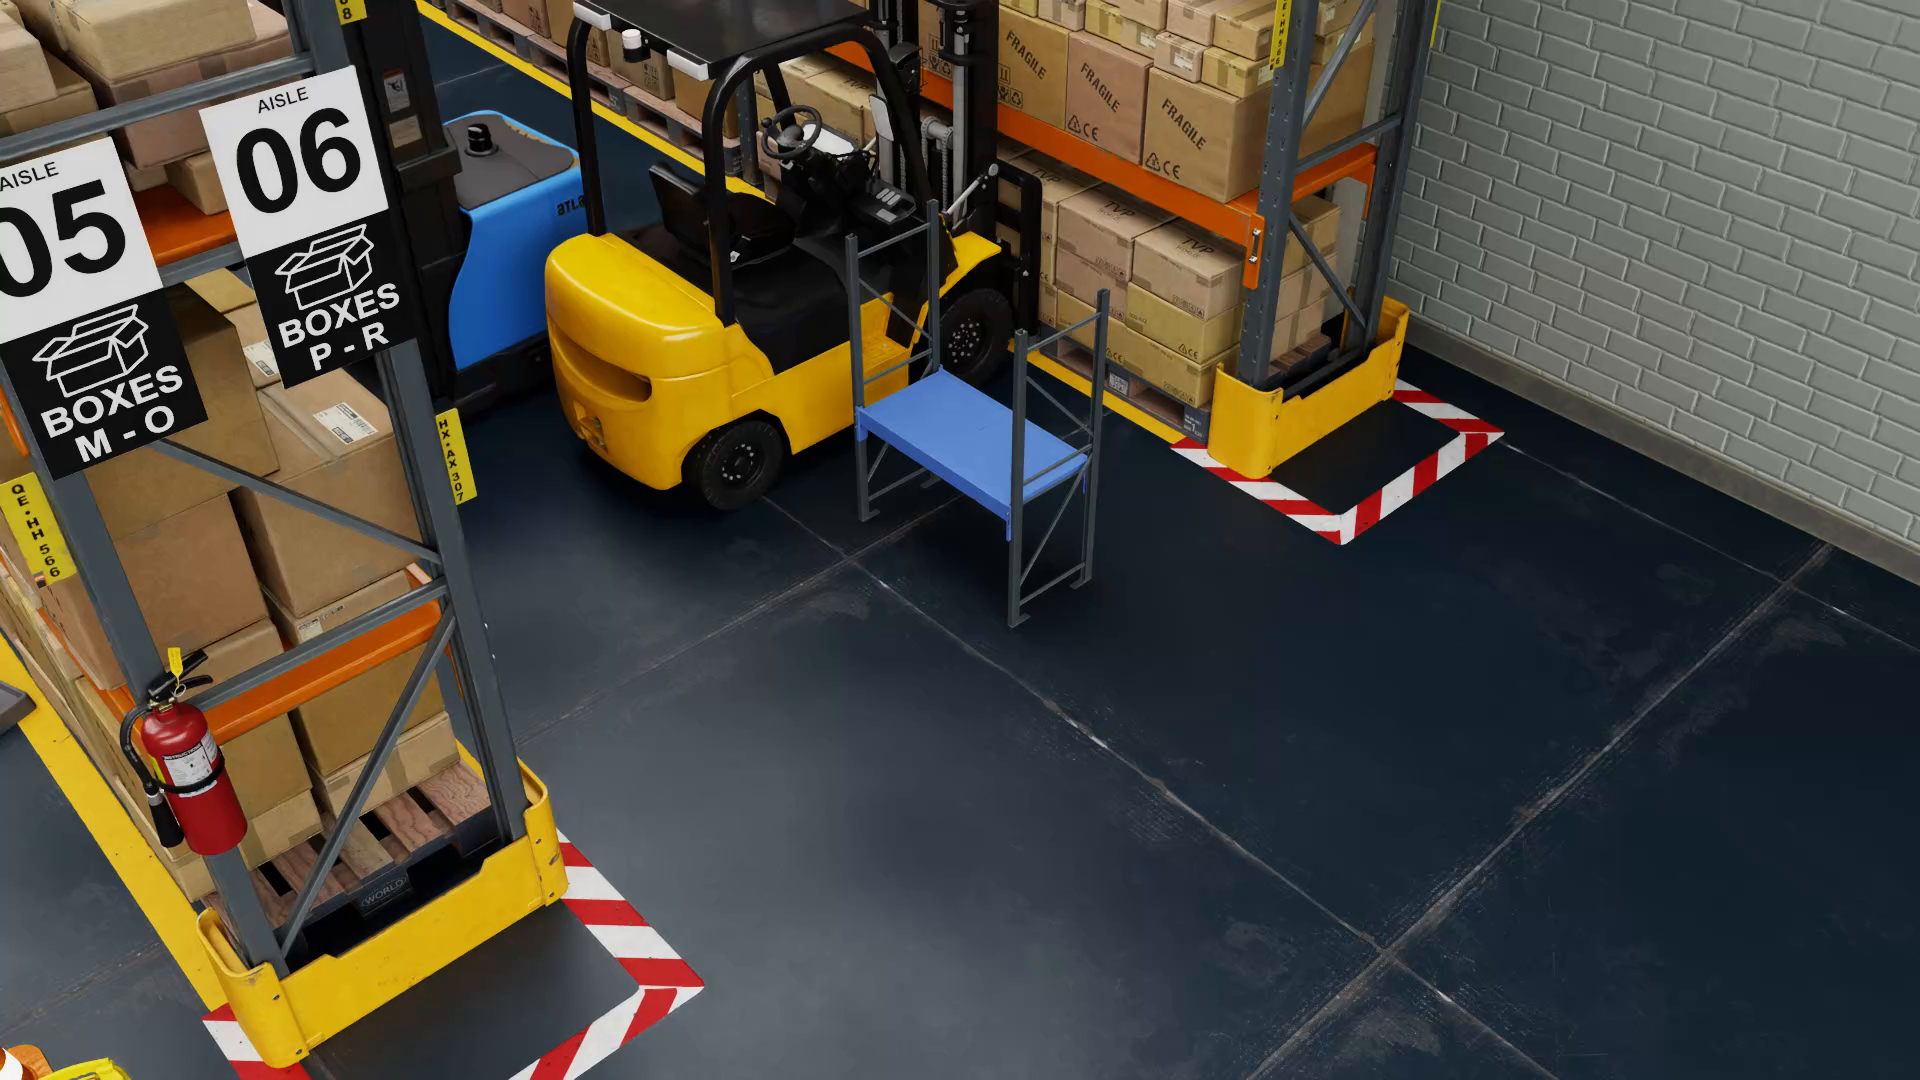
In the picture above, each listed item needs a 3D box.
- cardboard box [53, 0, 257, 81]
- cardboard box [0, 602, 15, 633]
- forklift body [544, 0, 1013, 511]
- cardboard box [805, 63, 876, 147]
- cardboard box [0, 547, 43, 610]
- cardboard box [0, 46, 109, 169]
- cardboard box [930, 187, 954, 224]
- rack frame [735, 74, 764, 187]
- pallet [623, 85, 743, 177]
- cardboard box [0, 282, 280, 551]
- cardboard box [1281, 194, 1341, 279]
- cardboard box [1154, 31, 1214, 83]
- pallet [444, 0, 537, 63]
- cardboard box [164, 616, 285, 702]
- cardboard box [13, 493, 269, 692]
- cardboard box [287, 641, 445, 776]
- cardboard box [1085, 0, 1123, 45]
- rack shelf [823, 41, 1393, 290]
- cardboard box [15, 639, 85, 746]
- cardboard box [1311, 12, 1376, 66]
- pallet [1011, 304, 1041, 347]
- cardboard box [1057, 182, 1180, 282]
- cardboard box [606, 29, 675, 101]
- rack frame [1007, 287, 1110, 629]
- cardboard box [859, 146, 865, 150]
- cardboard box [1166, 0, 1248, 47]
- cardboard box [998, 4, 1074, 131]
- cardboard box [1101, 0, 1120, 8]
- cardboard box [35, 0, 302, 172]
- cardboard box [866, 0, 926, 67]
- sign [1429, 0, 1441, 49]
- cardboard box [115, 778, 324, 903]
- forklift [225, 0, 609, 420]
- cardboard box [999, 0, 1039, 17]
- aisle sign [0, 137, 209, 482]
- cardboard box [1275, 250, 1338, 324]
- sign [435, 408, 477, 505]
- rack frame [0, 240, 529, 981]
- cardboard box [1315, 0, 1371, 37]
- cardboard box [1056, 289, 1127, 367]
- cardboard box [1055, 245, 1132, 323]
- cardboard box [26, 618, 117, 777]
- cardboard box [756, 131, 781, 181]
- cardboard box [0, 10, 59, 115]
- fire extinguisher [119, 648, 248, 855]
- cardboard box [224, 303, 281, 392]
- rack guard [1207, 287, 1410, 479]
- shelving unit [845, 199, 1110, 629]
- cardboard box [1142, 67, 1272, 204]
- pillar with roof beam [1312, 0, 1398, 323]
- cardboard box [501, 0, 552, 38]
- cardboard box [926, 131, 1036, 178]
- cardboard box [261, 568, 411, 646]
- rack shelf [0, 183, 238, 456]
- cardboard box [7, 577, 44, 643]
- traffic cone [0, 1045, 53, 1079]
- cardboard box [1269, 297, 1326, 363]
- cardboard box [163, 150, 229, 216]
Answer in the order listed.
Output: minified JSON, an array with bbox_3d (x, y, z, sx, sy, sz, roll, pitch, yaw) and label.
[{"bbox_3d":[-2.009,-1.305,4.157,0.380,0.149,0.250,-30,48,-32],"label":"cardboard box"},{"bbox_3d":[-3.704,-0.040,6.670,0.500,0.500,0.500,-27,46,-30],"label":"cardboard box"},{"bbox_3d":[-0.892,-1.558,7.967,2.313,2.155,1.214,-30,48,-32],"label":"forklift body"},{"bbox_3d":[-0.536,-2.522,9.543,0.500,0.250,0.500,-30,48,-32],"label":"cardboard box"},{"bbox_3d":[-2.937,0.037,5.517,0.380,0.149,0.250,-29,47,-31],"label":"cardboard box"},{"bbox_3d":[-2.464,-1.022,4.123,0.500,0.250,0.500,-31,48,-32],"label":"cardboard box"},{"bbox_3d":[0.144,-1.866,9.130,0.500,0.250,0.500,-30,48,-32],"label":"cardboard box"},{"bbox_3d":[-0.971,-3.637,9.866,1.000,3.000,0.127,-30,48,-32],"label":"rack frame"},{"bbox_3d":[-1.498,-2.877,11.144,1.003,0.211,1.213,-30,48,-32],"label":"pallet"},{"bbox_3d":[-2.425,-0.362,4.699,0.700,0.500,0.500,-31,48,-33],"label":"cardboard box"},{"bbox_3d":[1.549,-1.571,8.367,0.500,0.250,0.500,-31,48,-32],"label":"cardboard box"},{"bbox_3d":[1.099,-2.224,7.521,0.380,0.149,0.250,-29,47,-31],"label":"cardboard box"},{"bbox_3d":[-3.148,-4.006,12.542,1.003,0.211,1.213,-30,48,-32],"label":"pallet"},{"bbox_3d":[-2.330,0.341,5.141,0.380,0.149,0.250,-28,47,-30],"label":"cardboard box"},{"bbox_3d":[-2.489,0.036,5.001,0.500,0.500,0.500,-31,48,-32],"label":"cardboard box"},{"bbox_3d":[-2.277,0.438,6.078,0.500,0.500,0.500,-32,49,-33],"label":"cardboard box"},{"bbox_3d":[0.809,-2.490,7.850,0.380,0.149,0.250,-30,48,-32],"label":"cardboard box"},{"bbox_3d":[0.382,-2.432,8.946,1.077,0.370,4.000,-30,48,-32],"label":"rack shelf"},{"bbox_3d":[-3.367,0.489,6.612,0.500,0.250,0.500,-32,49,-33],"label":"cardboard box"},{"bbox_3d":[1.696,-2.344,7.670,0.380,0.149,0.250,-31,48,-33],"label":"cardboard box"},{"bbox_3d":[0.366,-1.602,9.565,1.003,0.211,1.213,-30,48,-32],"label":"pallet"},{"bbox_3d":[0.844,-1.583,8.381,0.500,0.250,0.500,-29,47,-31],"label":"cardboard box"},{"bbox_3d":[-1.851,-3.476,11.222,0.875,0.625,0.625,-30,48,-32],"label":"cardboard box"},{"bbox_3d":[0.401,-0.309,6.939,0.500,1.500,0.032,-30,48,-32],"label":"rack frame"},{"bbox_3d":[-0.529,-2.338,9.714,0.500,0.250,0.500,-30,48,-32],"label":"cardboard box"},{"bbox_3d":[1.147,-2.370,7.465,0.380,0.149,0.250,-30,48,-32],"label":"cardboard box"},{"bbox_3d":[0.517,-2.422,8.282,0.500,0.500,0.500,-31,48,-32],"label":"cardboard box"},{"bbox_3d":[0.837,-2.626,7.782,0.380,0.149,0.250,-30,47,-31],"label":"cardboard box"},{"bbox_3d":[-2.063,-1.245,4.400,0.500,0.250,0.500,-31,48,-32],"label":"cardboard box"},{"bbox_3d":[-0.155,-2.892,8.864,0.500,0.500,0.500,-30,48,-32],"label":"cardboard box"},{"bbox_3d":[2.147,-2.387,7.566,0.100,0.325,0.005,-30,48,-32],"label":"sign"},{"bbox_3d":[-2.680,0.961,6.027,0.500,0.250,0.500,-30,48,-32],"label":"cardboard box"},{"bbox_3d":[-3.191,-1.751,7.585,1.130,2.935,3.031,30,48,32],"label":"forklift"},{"bbox_3d":[0.408,-2.702,8.112,0.380,0.149,0.250,-30,47,-31],"label":"cardboard box"},{"bbox_3d":[-2.091,-0.534,3.955,0.394,0.787,0.004,-30,48,-32],"label":"aisle sign"},{"bbox_3d":[1.570,-1.380,8.528,0.500,0.250,0.500,-29,47,-31],"label":"cardboard box"},{"bbox_3d":[-1.520,-0.242,4.974,0.100,0.325,0.005,-30,48,-32],"label":"sign"},{"bbox_3d":[-1.919,0.325,4.960,1.000,3.000,0.127,-30,48,-32],"label":"rack frame"},{"bbox_3d":[1.665,-2.439,7.550,0.380,0.149,0.250,-31,48,-32],"label":"cardboard box"},{"bbox_3d":[0.855,-1.197,8.699,0.500,0.250,0.500,-30,48,-32],"label":"cardboard box"},{"bbox_3d":[0.844,-1.403,8.556,0.500,0.250,0.500,-30,48,-32],"label":"cardboard box"},{"bbox_3d":[-3.008,0.440,6.076,0.500,0.500,0.500,-28,47,-30],"label":"cardboard box"},{"bbox_3d":[-0.887,-2.366,10.147,0.500,0.250,0.500,-29,47,-31],"label":"cardboard box"},{"bbox_3d":[-2.365,-1.085,3.884,0.380,0.149,0.250,-29,47,-31],"label":"cardboard box"},{"bbox_3d":[-2.181,0.604,4.676,0.296,0.674,0.183,-30,48,-32],"label":"fire extinguisher"},{"bbox_3d":[-2.388,-0.405,5.548,0.500,0.500,0.500,-28,47,-31],"label":"cardboard box"},{"bbox_3d":[1.751,-0.802,8.346,1.175,0.500,0.348,-30,48,-32],"label":"rack guard"},{"bbox_3d":[0.058,-0.544,7.230,0.538,1.500,1.048,-30,48,-32],"label":"shelving unit"},{"bbox_3d":[1.208,-1.941,7.686,0.500,0.500,0.500,-31,48,-33],"label":"cardboard box"},{"bbox_3d":[-1.243,-2.996,4.297,9.100,9.000,0.400,-30,48,-32],"label":"pillar with roof beam"},{"bbox_3d":[-2.817,-4.134,12.038,0.875,0.625,0.625,-28,47,-30],"label":"cardboard box"},{"bbox_3d":[0.158,-2.050,8.959,0.500,0.250,0.500,-31,48,-33],"label":"cardboard box"},{"bbox_3d":[-1.996,0.178,5.343,0.380,0.149,0.250,-30,48,-32],"label":"cardboard box"},{"bbox_3d":[-3.272,-1.488,5.390,1.077,0.370,4.000,-30,48,-32],"label":"rack shelf"},{"bbox_3d":[-3.118,0.168,5.895,0.380,0.149,0.250,-29,47,-31],"label":"cardboard box"},{"bbox_3d":[-3.160,1.661,5.325,0.336,0.463,0.334,-30,48,-32],"label":"traffic cone"},{"bbox_3d":[1.546,-1.190,8.690,0.500,0.250,0.500,-30,48,-32],"label":"cardboard box"},{"bbox_3d":[-1.904,-1.036,4.457,0.380,0.149,0.250,-30,48,-32],"label":"cardboard box"}]
